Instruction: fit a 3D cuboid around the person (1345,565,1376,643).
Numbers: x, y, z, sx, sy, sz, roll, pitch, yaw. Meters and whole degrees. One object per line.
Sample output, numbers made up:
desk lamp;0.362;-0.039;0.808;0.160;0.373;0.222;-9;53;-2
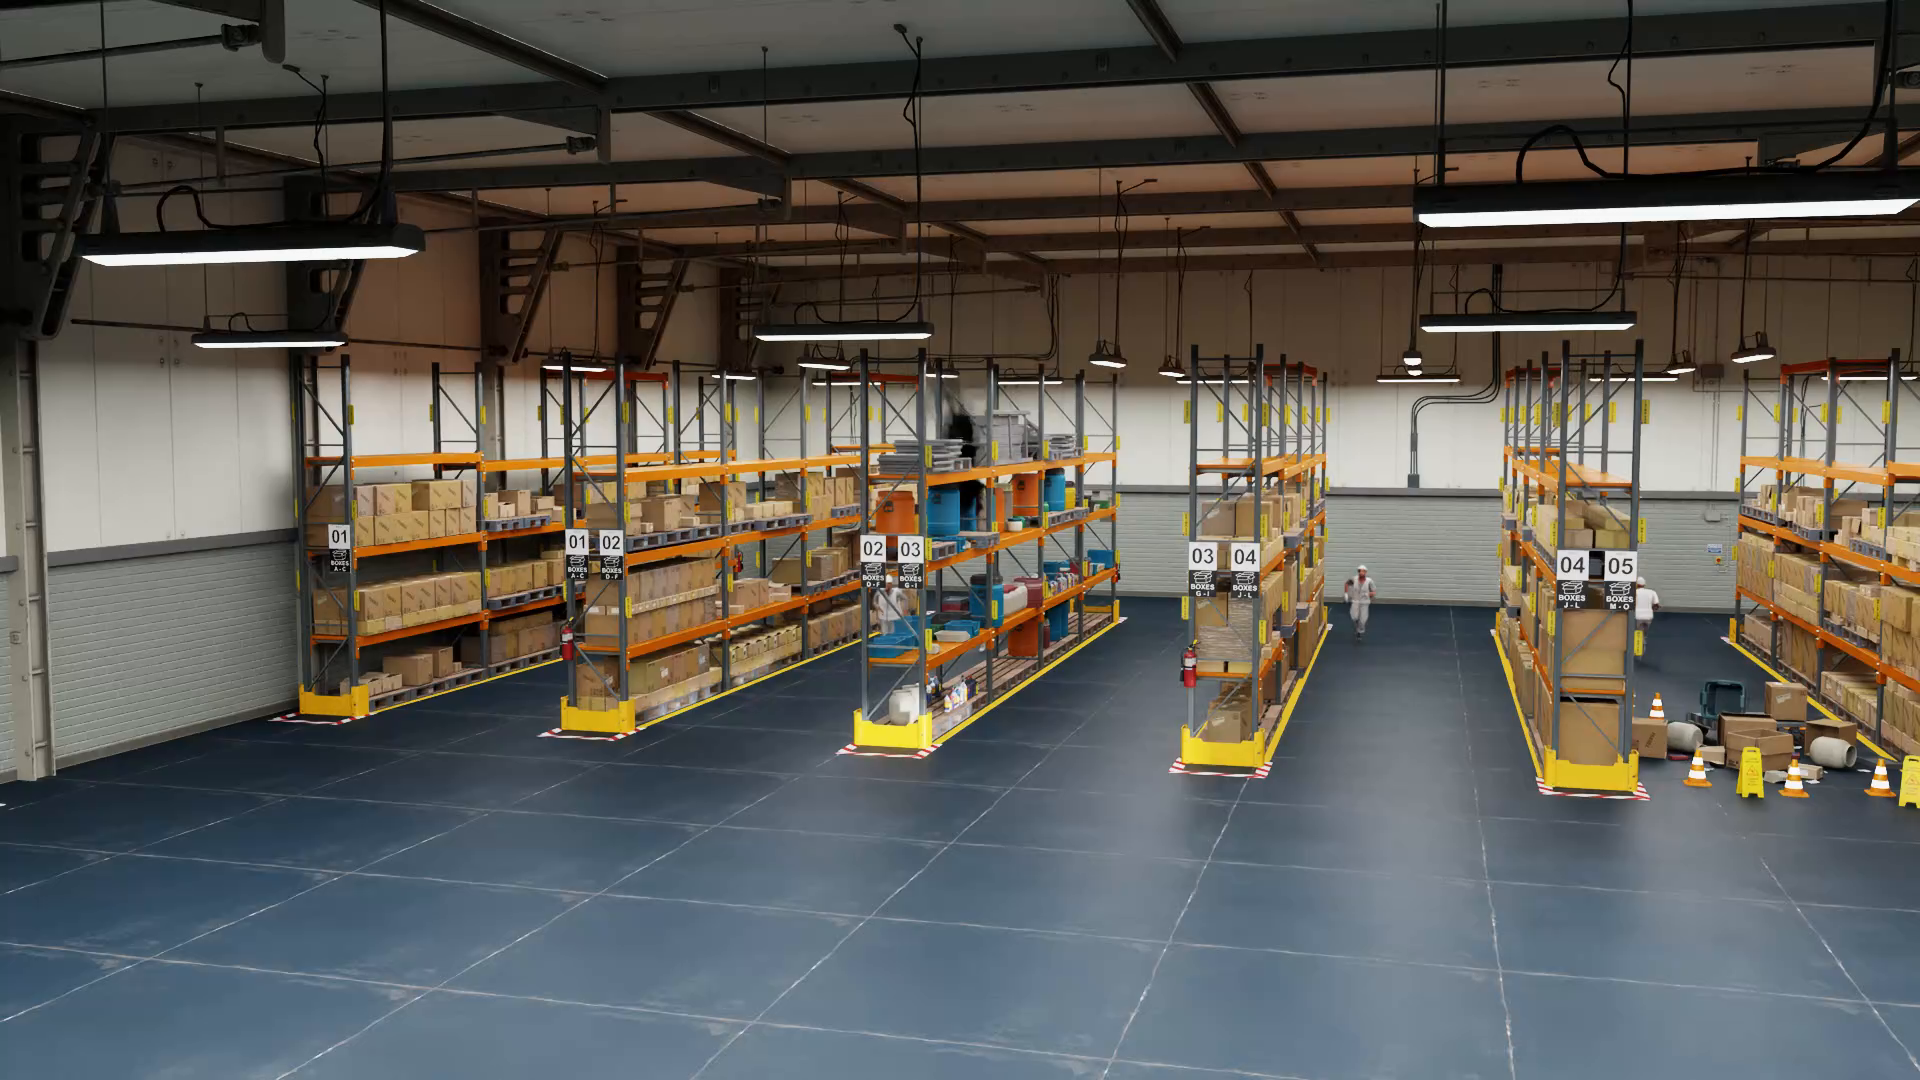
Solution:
person;8.717;1.408;36.300;0.709;1.727;0.694;2;5;21

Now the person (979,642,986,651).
person;0.580;1.603;35.596;0.568;1.527;1.007;2;5;24

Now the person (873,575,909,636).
person;-1.340;1.503;31.742;0.649;1.694;0.712;1;4;14

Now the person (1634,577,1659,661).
person;13.887;1.620;33.886;0.686;1.703;0.753;1;4;10
